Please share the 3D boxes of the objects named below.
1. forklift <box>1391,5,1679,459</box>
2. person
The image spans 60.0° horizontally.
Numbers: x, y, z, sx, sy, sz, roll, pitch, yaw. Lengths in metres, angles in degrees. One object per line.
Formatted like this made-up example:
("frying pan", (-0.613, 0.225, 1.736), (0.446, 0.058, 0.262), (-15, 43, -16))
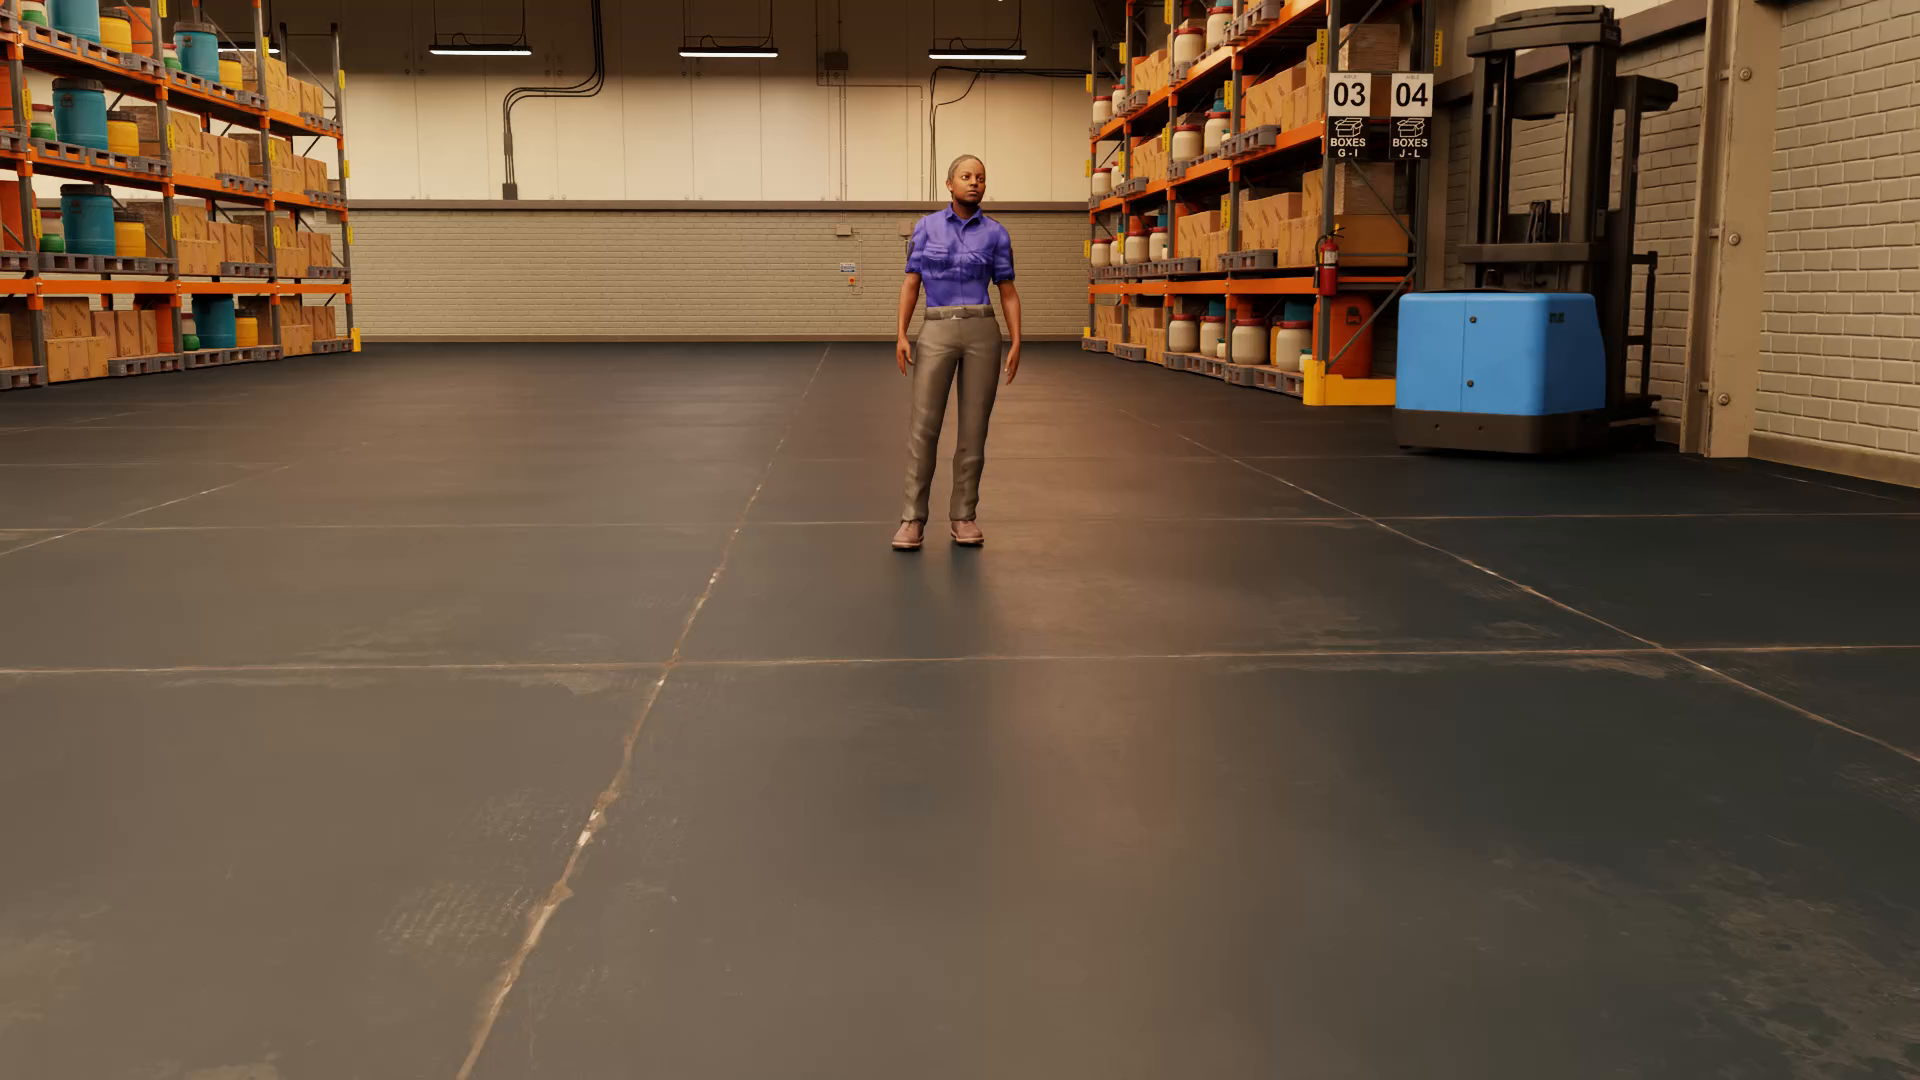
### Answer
("forklift", (4.267, -2.129, 11.667), (1.130, 2.935, 3.031), (8, 12, 43))
("person", (-0.015, -0.812, 7.100), (0.569, 1.654, 0.504), (-1, 8, -4))
